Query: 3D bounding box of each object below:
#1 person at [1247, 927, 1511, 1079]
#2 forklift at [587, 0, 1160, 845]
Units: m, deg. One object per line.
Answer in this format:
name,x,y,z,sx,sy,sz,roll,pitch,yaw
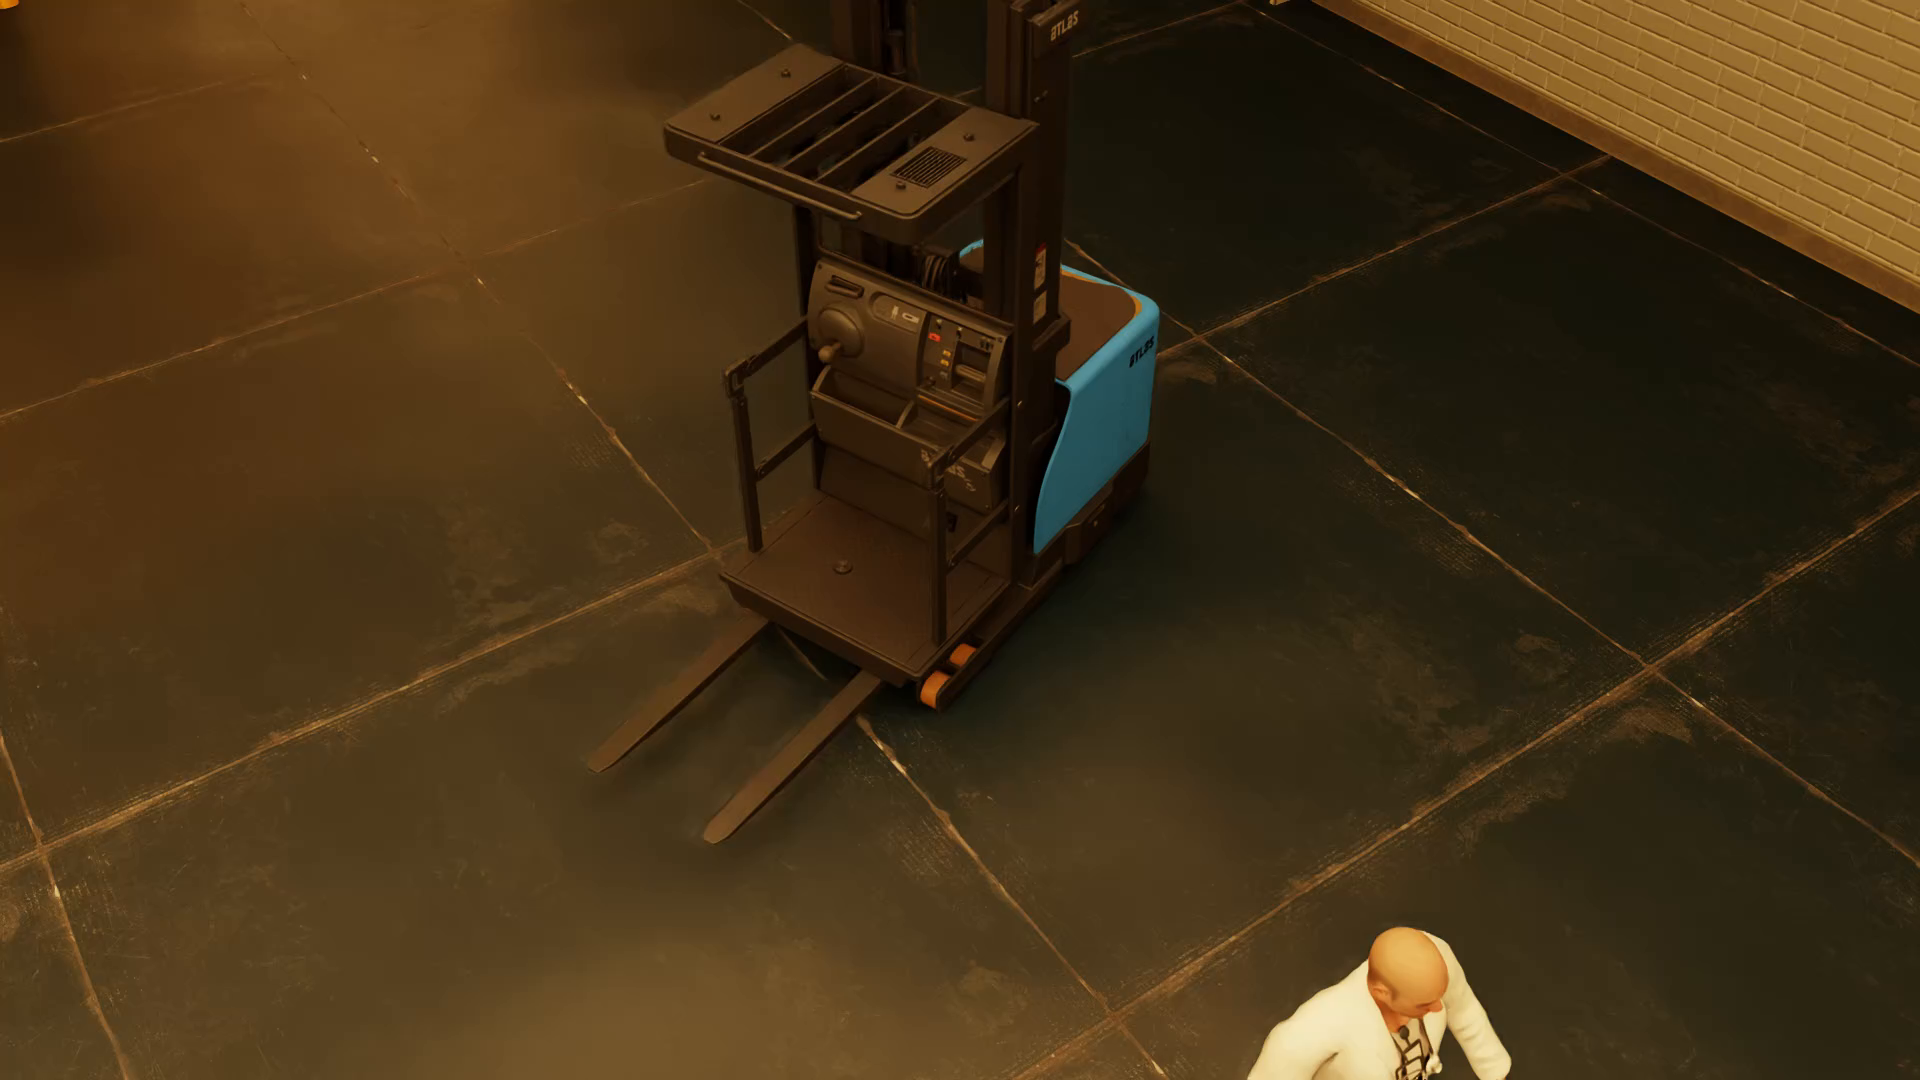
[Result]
person,1.132,1.641,4.802,0.826,1.760,0.597,-29,50,-28
forklift,-0.341,-0.730,6.508,1.130,2.935,3.031,25,48,25
